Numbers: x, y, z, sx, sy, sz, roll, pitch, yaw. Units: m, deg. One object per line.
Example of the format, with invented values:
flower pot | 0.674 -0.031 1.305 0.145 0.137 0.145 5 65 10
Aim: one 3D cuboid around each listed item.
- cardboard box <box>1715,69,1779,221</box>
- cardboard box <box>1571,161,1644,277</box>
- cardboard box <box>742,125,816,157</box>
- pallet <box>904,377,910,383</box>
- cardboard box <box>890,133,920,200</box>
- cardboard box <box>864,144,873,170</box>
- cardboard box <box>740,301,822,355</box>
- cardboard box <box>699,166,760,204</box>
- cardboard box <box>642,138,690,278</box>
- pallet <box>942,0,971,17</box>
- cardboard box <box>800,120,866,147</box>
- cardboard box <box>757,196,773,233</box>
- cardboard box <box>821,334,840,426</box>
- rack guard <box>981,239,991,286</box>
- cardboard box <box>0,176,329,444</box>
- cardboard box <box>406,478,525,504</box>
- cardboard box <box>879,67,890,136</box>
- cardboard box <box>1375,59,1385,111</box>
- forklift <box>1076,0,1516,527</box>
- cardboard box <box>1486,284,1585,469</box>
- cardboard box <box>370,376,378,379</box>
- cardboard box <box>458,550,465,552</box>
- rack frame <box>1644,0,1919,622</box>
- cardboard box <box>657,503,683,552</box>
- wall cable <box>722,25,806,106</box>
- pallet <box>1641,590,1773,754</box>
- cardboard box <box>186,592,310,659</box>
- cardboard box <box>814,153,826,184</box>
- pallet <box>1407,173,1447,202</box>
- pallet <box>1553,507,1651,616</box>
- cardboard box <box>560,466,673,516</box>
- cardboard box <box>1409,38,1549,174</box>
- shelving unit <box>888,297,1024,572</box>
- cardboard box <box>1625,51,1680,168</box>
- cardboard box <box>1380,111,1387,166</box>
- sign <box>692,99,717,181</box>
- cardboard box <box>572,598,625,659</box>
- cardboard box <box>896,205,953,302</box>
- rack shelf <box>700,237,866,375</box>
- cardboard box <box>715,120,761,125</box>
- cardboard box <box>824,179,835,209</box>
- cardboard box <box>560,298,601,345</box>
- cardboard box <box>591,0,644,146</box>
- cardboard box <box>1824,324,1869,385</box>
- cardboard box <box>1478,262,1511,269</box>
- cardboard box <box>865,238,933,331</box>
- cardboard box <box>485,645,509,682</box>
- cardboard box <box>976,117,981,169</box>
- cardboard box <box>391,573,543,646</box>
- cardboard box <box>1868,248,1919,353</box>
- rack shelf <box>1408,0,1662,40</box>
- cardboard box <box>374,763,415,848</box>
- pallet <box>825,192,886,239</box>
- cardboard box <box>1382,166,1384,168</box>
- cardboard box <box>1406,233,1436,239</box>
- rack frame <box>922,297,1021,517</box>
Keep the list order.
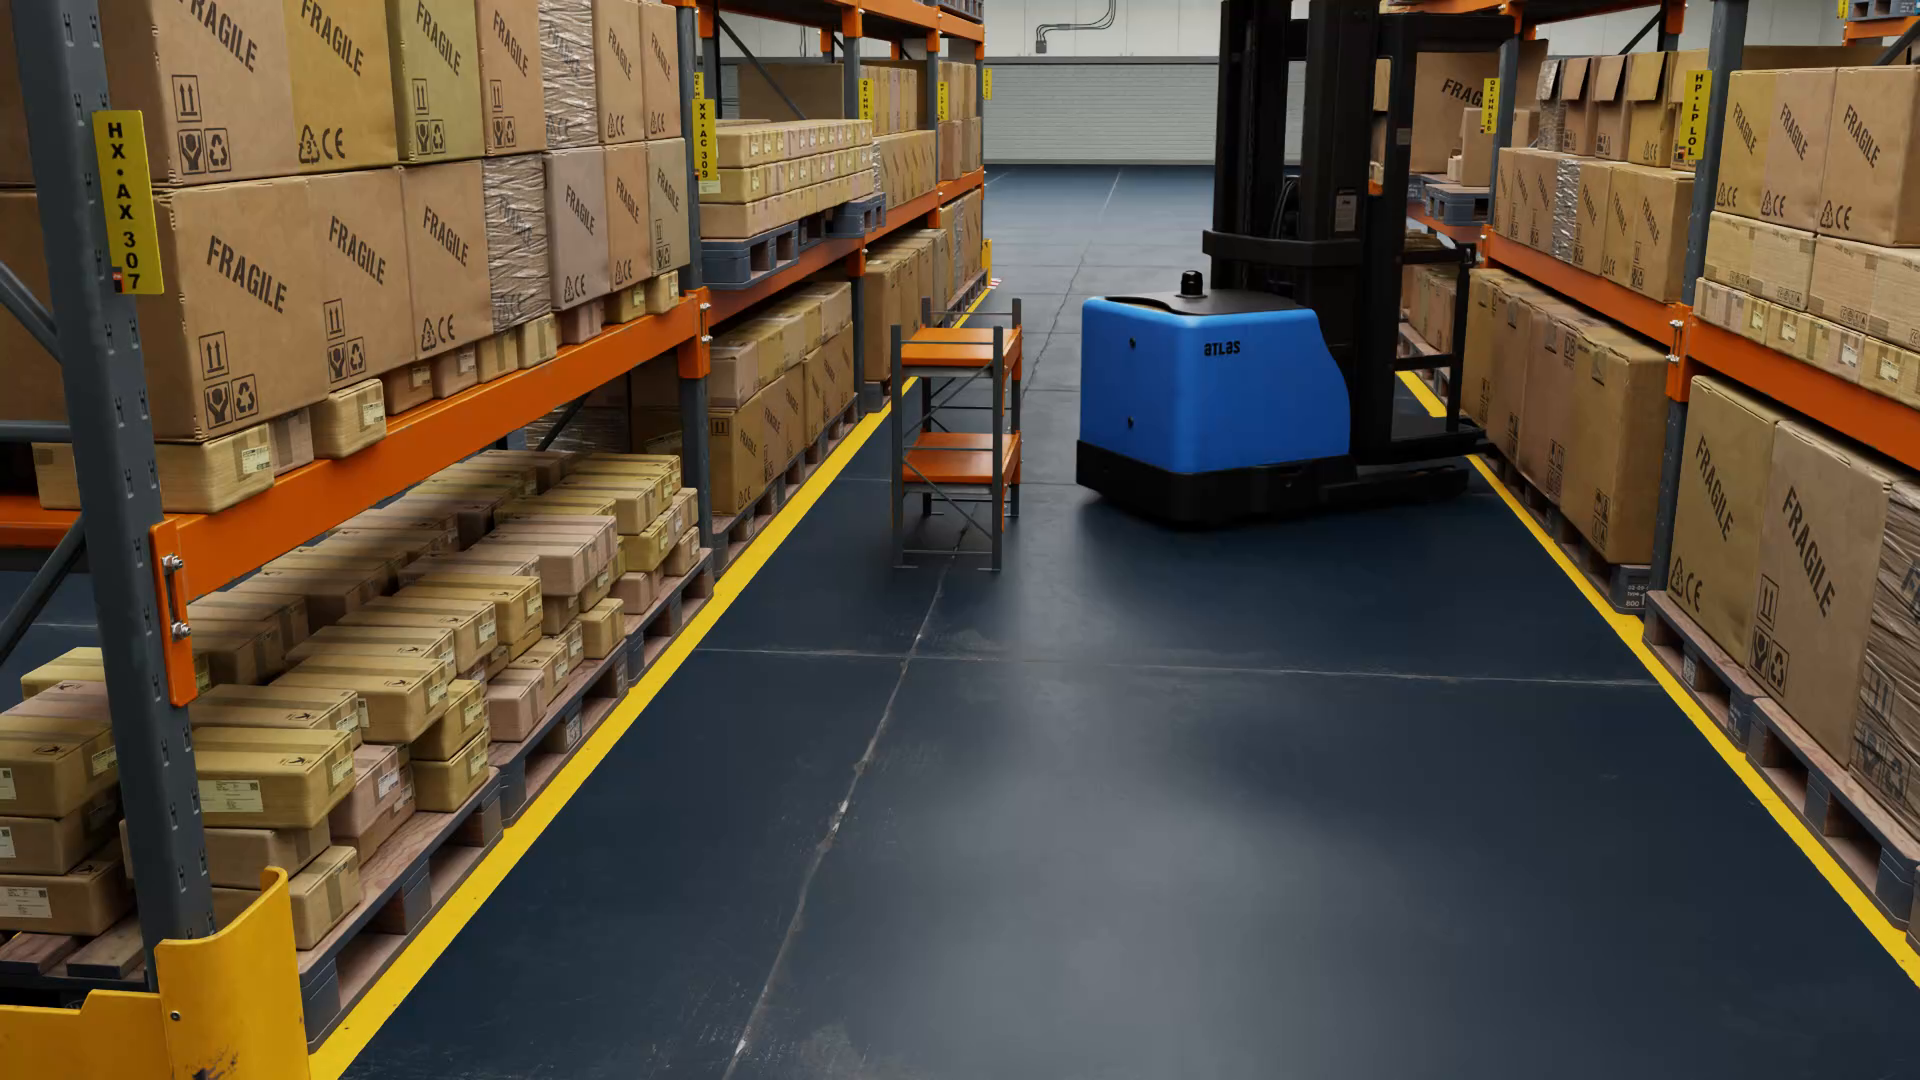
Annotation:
cardboard box | 3.013 -1.388 5.830 0.500 0.500 0.500 2 15 6
cardboard box | 3.218 -1.513 7.820 0.500 0.500 0.500 2 15 6
cardboard box | -0.949 -2.037 8.485 0.380 0.149 0.250 2 15 8
pallet | -0.840 -1.453 13.132 1.003 0.211 1.213 2 15 6
cardboard box | -0.600 -2.962 13.177 0.500 0.500 0.500 2 15 7
cardboard box | -0.747 -2.365 10.269 0.380 0.149 0.250 2 15 7
cardboard box | -1.080 -1.192 9.371 0.500 0.250 0.500 2 15 8
cardboard box | -1.094 -1.558 7.283 0.380 0.149 0.250 2 15 7
cardboard box | -1.369 -1.302 6.470 0.500 0.500 0.500 2 15 6
pallet | -0.450 -5.252 16.260 1.003 0.211 1.213 2 15 6
cardboard box | -0.775 -2.444 9.993 0.380 0.149 0.250 2 15 6
cardboard box | -1.069 -1.486 7.589 0.380 0.149 0.250 2 15 7
cardboard box | -1.021 -0.965 9.967 0.500 0.500 0.500 2 15 9
rack guard | -0.239 -3.156 18.876 1.175 0.500 0.348 2 15 6
cardboard box | -1.722 -0.507 3.528 0.500 0.500 0.500 2 15 9
cardboard box | -1.910 -0.138 6.442 0.380 0.149 0.250 1 15 5
cardboard box | -0.915 -3.325 12.607 0.700 0.500 0.500 2 15 6
cardboard box | 4.114 -4.205 15.291 0.500 0.500 0.500 2 15 6
forklift | 2.180 -1.732 8.952 3.031 2.935 1.130 -8 17 -26
cardboard box | 3.566 -0.877 8.924 1.225 0.875 0.875 2 15 6
cardboard box | -1.720 -0.366 4.252 0.380 0.149 0.250 2 15 9
cardboard box | -1.919 0.073 6.233 0.380 0.149 0.250 1 15 3
rack frame | 3.321 -1.072 6.379 1.000 3.000 0.127 2 15 6
cardboard box | -1.333 -0.053 6.697 0.380 0.149 0.250 1 15 4
wall cable | -6.046 -14.370 50.015 3.097 2.526 0.112 2 15 6
pallet | 3.158 0.469 6.022 1.003 0.211 1.213 2 15 6
cardboard box | -2.183 0.264 4.957 0.380 0.149 0.250 2 15 8
cardboard box | -0.920 -1.963 8.784 0.380 0.149 0.250 1 15 5
pallet | 3.993 -2.860 13.360 1.003 0.211 1.213 2 15 6
pallet | 3.334 0.072 7.491 1.003 0.211 1.213 2 15 6
cardboard box | -1.366 -0.190 6.637 0.380 0.149 0.250 2 15 7
cardboard box | 3.995 -3.437 13.172 1.000 1.000 1.000 2 15 7
shelving unit | -0.001 -0.541 8.009 0.538 1.125 1.048 2 15 6
cardboard box | 3.474 -1.948 7.506 0.797 0.503 0.637 2 15 7
cardboard box | 4.384 -3.715 15.392 0.875 0.500 0.500 2 15 6
sign | -1.055 -1.648 6.852 0.100 0.325 0.005 2 15 6
cardboard box | -1.418 0.310 5.928 0.380 0.149 0.250 2 15 6
cardboard box | -0.552 -2.657 15.508 0.875 0.875 0.875 2 15 7
rack shelf | -1.370 -1.415 9.028 1.077 0.370 4.000 2 15 6
cardboard box | -1.416 -2.466 10.073 0.380 0.149 0.250 1 15 5
cardboard box | -0.893 -1.889 9.078 0.380 0.149 0.250 2 15 8
cardboard box | -1.460 -0.767 5.732 0.380 0.149 0.250 1 15 4
cardboard box | -1.433 -1.654 5.857 0.500 0.500 0.500 1 15 4
cardboard box | 2.812 -0.547 4.921 0.380 0.149 0.250 2 15 7
cardboard box | 3.868 -1.789 11.542 0.500 0.250 0.500 3 16 13
cardboard box | -0.786 -2.022 13.398 1.050 0.750 0.750 2 15 6
cardboard box | -1.644 0.353 5.197 0.380 0.149 0.250 2 15 9
cardboard box | -0.238 -4.331 18.146 0.875 0.550 0.550 2 15 6
cardboard box | -1.521 0.212 5.149 0.380 0.149 0.250 2 15 7
cardboard box | 2.831 -0.638 4.492 0.500 0.250 0.500 2 15 6
rack shelf | 3.998 -3.729 11.836 1.077 0.370 4.000 2 15 6
cardboard box | -1.700 0.706 4.463 0.380 0.149 0.250 2 15 7
pallet | -1.119 -2.001 10.183 1.213 0.211 1.003 2 15 6
cardboard box | 4.147 -3.413 15.517 0.380 0.149 0.250 2 15 6
cardboard box | 4.555 -2.863 16.986 0.500 0.500 0.500 6 16 21
rack frame | 0.057 -0.673 8.496 0.500 1.125 0.032 2 15 6
